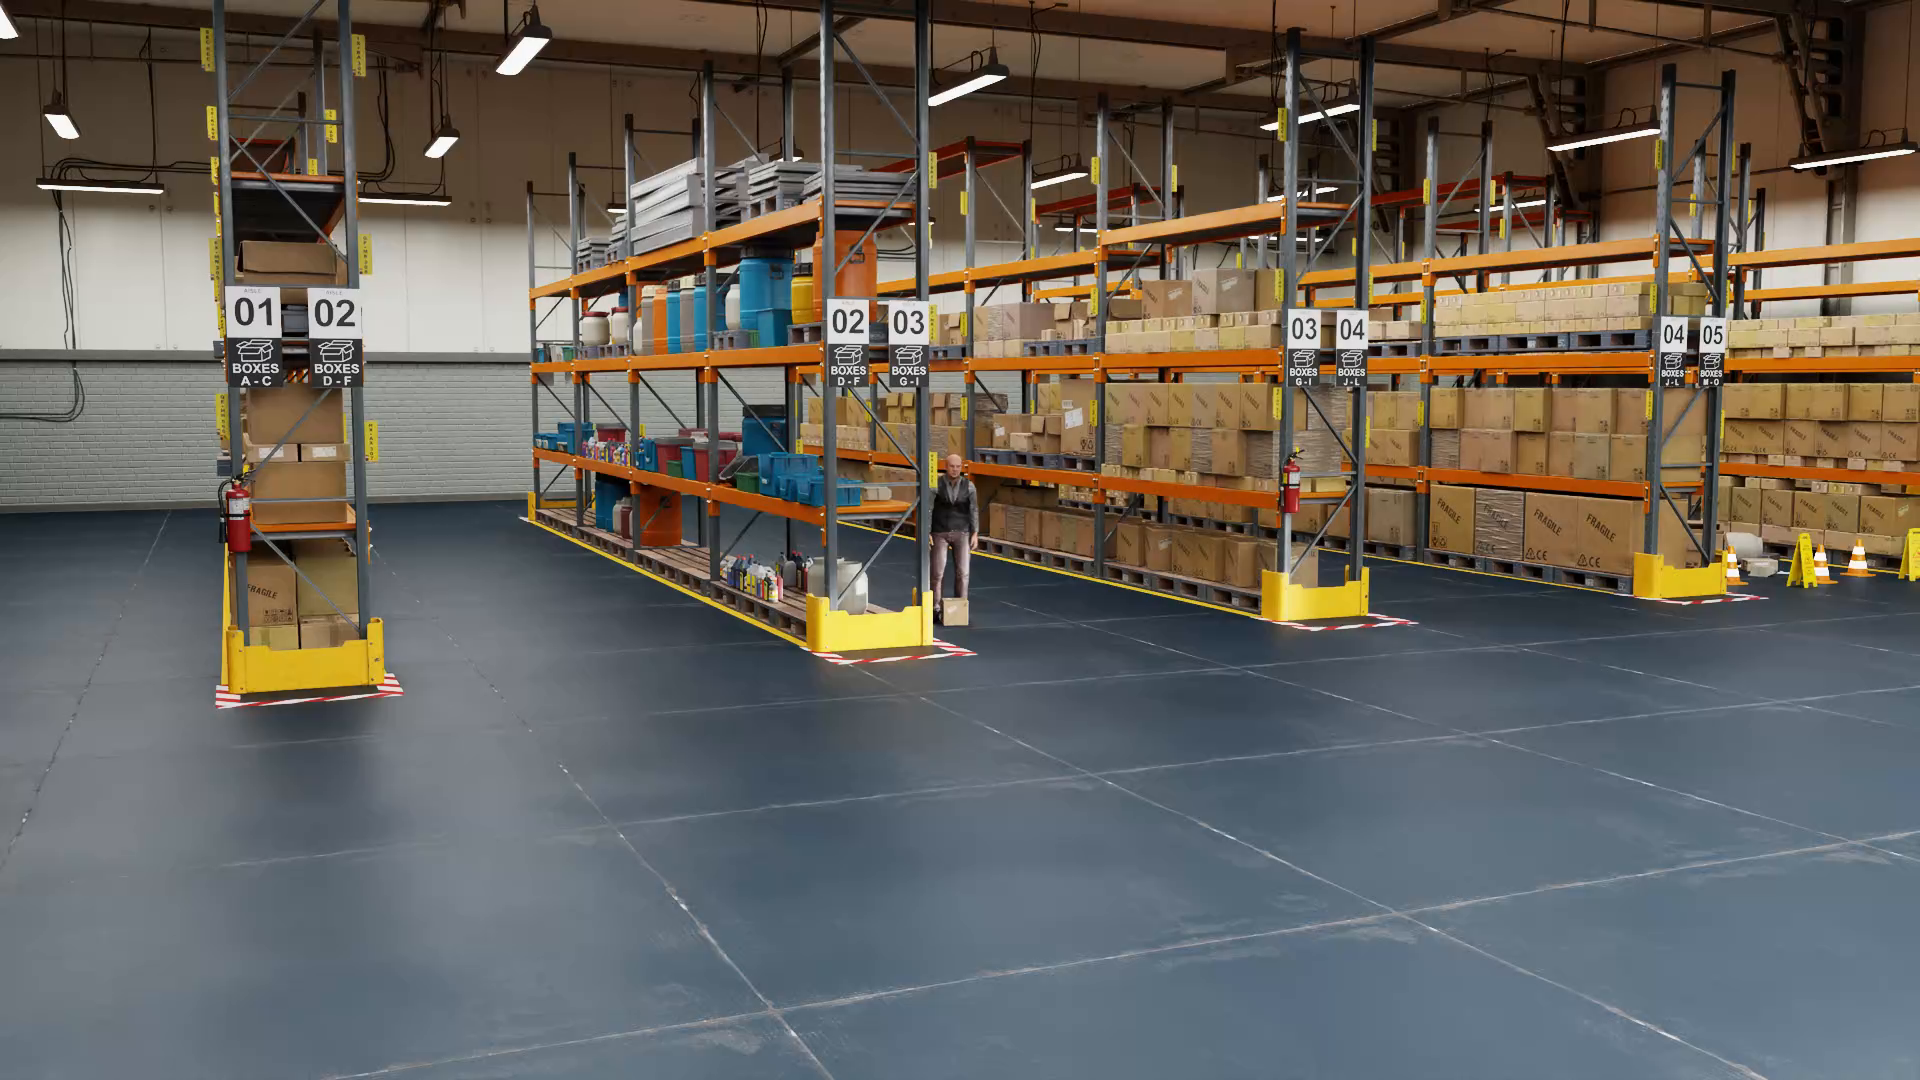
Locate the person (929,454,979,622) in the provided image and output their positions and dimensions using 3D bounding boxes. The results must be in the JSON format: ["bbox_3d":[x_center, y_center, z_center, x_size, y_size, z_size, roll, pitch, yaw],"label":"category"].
[{"bbox_3d":[-0.091,-0.025,17.152,0.582,1.720,0.473,-1,5,-7],"label":"person"}]
